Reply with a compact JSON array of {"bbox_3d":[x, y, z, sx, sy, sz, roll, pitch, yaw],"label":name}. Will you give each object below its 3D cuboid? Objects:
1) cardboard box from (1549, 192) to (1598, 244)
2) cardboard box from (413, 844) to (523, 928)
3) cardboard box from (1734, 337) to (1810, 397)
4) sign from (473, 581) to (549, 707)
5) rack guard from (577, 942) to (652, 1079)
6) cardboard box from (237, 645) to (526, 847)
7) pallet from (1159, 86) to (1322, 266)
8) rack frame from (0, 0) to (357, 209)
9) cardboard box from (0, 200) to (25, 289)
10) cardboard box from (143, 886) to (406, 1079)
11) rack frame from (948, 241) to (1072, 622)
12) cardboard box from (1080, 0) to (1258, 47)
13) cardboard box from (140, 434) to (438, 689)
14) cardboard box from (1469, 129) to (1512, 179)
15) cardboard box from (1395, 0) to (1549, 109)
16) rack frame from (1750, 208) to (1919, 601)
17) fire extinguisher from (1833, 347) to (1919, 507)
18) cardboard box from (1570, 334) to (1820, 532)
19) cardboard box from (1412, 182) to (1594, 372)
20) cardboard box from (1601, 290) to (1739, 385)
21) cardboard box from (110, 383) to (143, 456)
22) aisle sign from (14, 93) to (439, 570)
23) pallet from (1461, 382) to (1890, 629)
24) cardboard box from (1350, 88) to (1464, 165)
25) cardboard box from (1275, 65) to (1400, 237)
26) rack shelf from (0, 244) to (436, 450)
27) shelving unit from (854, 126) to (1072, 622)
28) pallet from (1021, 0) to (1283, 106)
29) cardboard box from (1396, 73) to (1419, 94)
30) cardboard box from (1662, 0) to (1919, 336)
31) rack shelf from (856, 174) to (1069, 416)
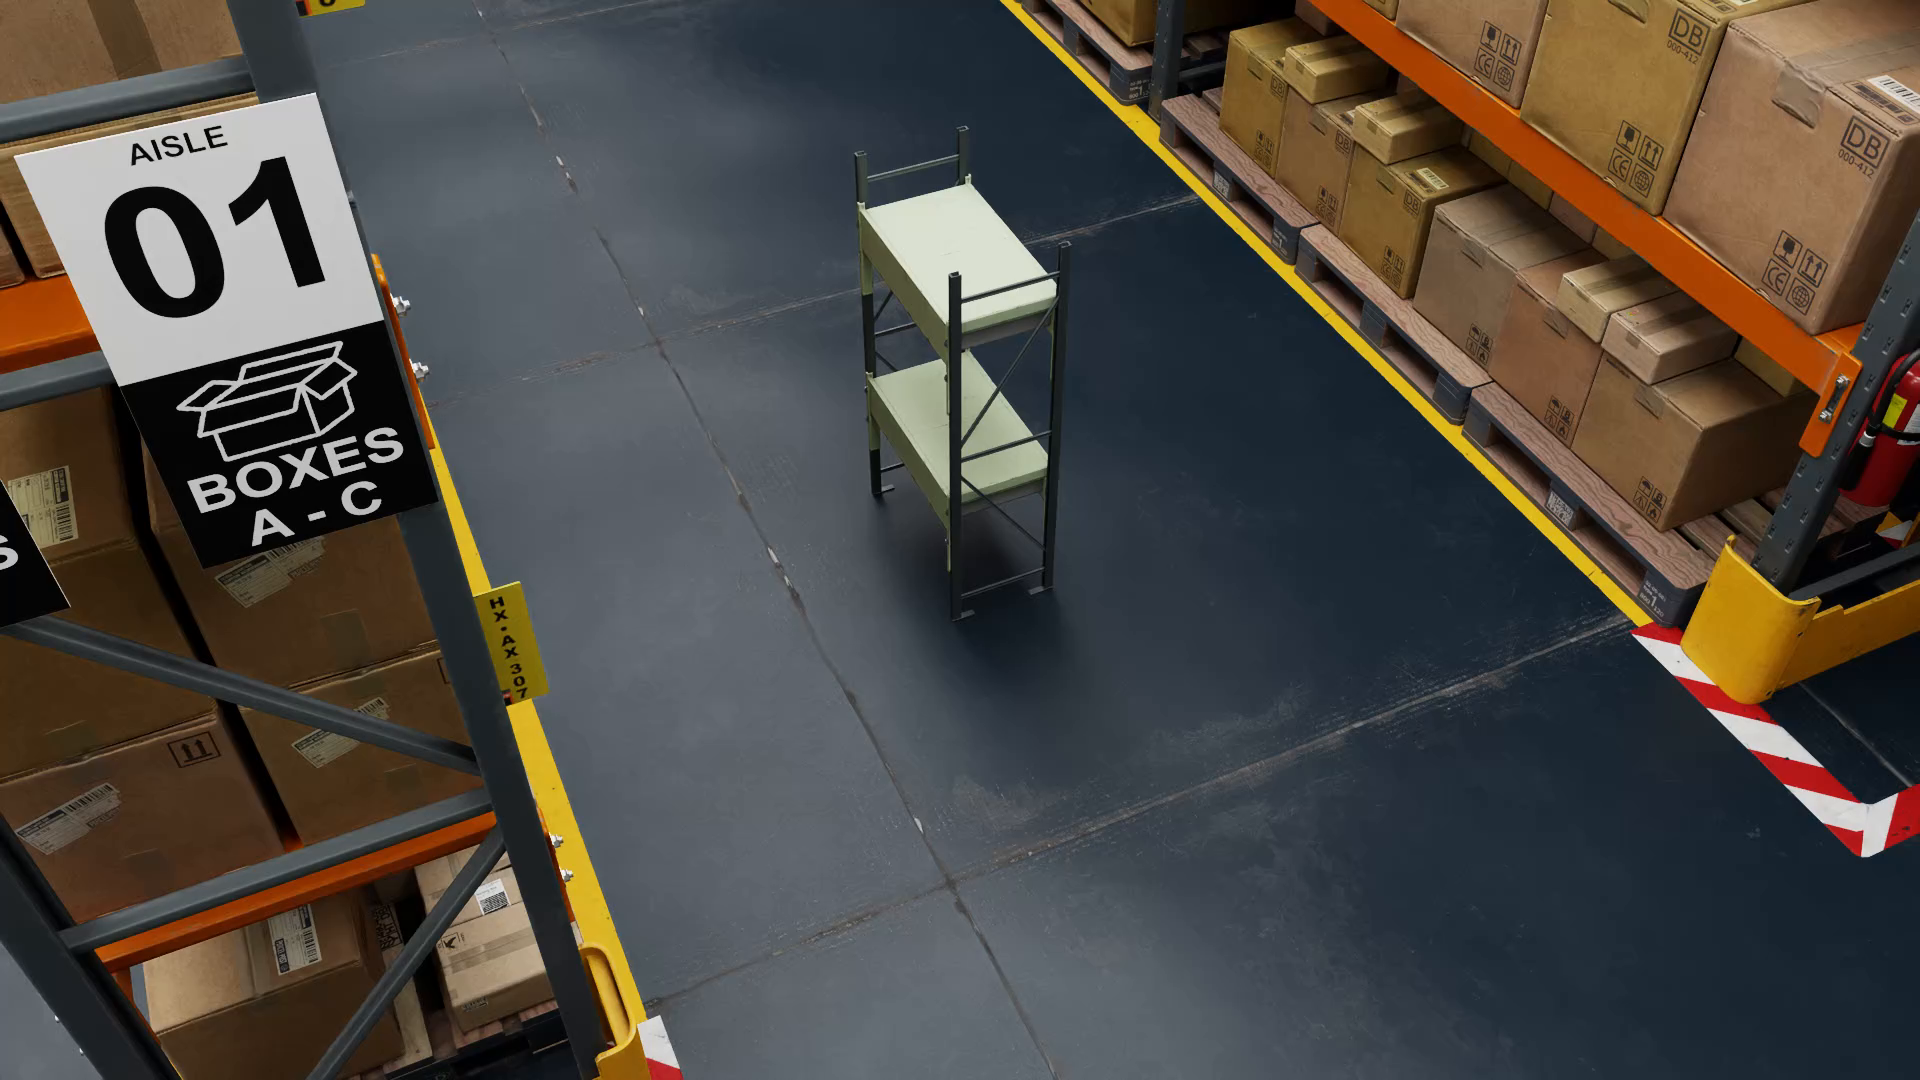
[{"bbox_3d":[2.535,-1.317,6.468,0.380,0.149,0.250,-17,47,-17],"label":"cardboard box"},{"bbox_3d":[-1.350,1.003,4.802,0.380,0.166,0.250,-18,47,-17],"label":"cardboard box"},{"bbox_3d":[2.962,-0.673,5.815,0.380,0.149,0.250,-18,47,-17],"label":"cardboard box"},{"bbox_3d":[-0.888,0.210,3.285,0.100,0.325,0.005,-18,47,-17],"label":"sign"},{"bbox_3d":[-1.412,1.520,4.354,1.175,0.500,0.348,-18,47,-17],"label":"rack guard"},{"bbox_3d":[-1.328,0.282,3.757,0.500,0.500,0.500,-17,47,-17],"label":"cardboard box"},{"bbox_3d":[1.679,-1.835,7.960,1.003,0.211,1.213,-18,47,-17],"label":"pallet"},{"bbox_3d":[-1.380,-1.457,1.319,1.000,3.000,0.127,-18,47,-17],"label":"rack frame"},{"bbox_3d":[-1.836,-0.585,2.679,0.500,0.250,0.500,-18,47,-17],"label":"cardboard box"},{"bbox_3d":[-1.832,1.138,4.427,0.500,0.500,0.500,-18,47,-17],"label":"cardboard box"},{"bbox_3d":[0.151,-0.305,5.491,0.400,1.500,0.023,-18,47,-17],"label":"rack frame"},{"bbox_3d":[1.039,-3.096,8.483,0.750,0.750,0.750,-18,47,-17],"label":"cardboard box"},{"bbox_3d":[-1.328,-0.073,3.406,0.500,0.500,0.500,-17,47,-16],"label":"cardboard box"},{"bbox_3d":[2.321,-1.642,6.797,0.380,0.149,0.250,-19,48,-18],"label":"cardboard box"},{"bbox_3d":[2.261,-2.164,6.094,0.980,0.700,0.700,-20,48,-19],"label":"cardboard box"},{"bbox_3d":[3.113,-0.787,4.912,1.000,3.000,0.127,-18,47,-17],"label":"rack frame"},{"bbox_3d":[2.757,-0.394,4.834,0.296,0.674,0.183,-18,47,-17],"label":"fire extinguisher"},{"bbox_3d":[2.727,-0.463,6.064,0.700,0.500,0.500,-18,47,-17],"label":"cardboard box"},{"bbox_3d":[2.305,-1.102,6.712,0.700,0.500,0.500,-19,48,-19],"label":"cardboard box"},{"bbox_3d":[2.508,-0.722,5.865,0.380,0.149,0.250,-19,48,-18],"label":"cardboard box"},{"bbox_3d":[-2.030,-0.237,3.571,0.500,0.500,0.500,-17,47,-16],"label":"cardboard box"},{"bbox_3d":[-1.085,-0.290,2.557,0.394,0.787,0.004,-18,47,-17],"label":"aisle sign"},{"bbox_3d":[2.705,-0.280,6.384,1.003,0.211,1.213,-18,47,-17],"label":"pallet"},{"bbox_3d":[1.850,-1.715,6.871,0.380,0.149,0.250,-19,48,-19],"label":"cardboard box"},{"bbox_3d":[1.860,-1.767,7.386,0.700,0.500,0.500,-18,48,-18],"label":"cardboard box"},{"bbox_3d":[-2.221,-1.407,3.917,1.077,0.370,4.000,-18,47,-17],"label":"rack shelf"},{"bbox_3d":[-0.003,-0.538,5.728,0.431,1.500,0.755,-18,47,-17],"label":"shelving unit"},{"bbox_3d":[1.038,-2.813,8.950,1.003,0.211,1.213,-18,47,-17],"label":"pallet"},{"bbox_3d":[2.106,-1.968,7.127,0.380,0.149,0.250,-19,48,-19],"label":"cardboard box"},{"bbox_3d":[2.889,-1.215,5.133,0.980,0.700,0.700,-16,47,-16],"label":"cardboard box"},{"bbox_3d":[-0.003,-0.816,5.453,0.431,0.370,0.720,-18,47,-17],"label":"rack shelf"}]
